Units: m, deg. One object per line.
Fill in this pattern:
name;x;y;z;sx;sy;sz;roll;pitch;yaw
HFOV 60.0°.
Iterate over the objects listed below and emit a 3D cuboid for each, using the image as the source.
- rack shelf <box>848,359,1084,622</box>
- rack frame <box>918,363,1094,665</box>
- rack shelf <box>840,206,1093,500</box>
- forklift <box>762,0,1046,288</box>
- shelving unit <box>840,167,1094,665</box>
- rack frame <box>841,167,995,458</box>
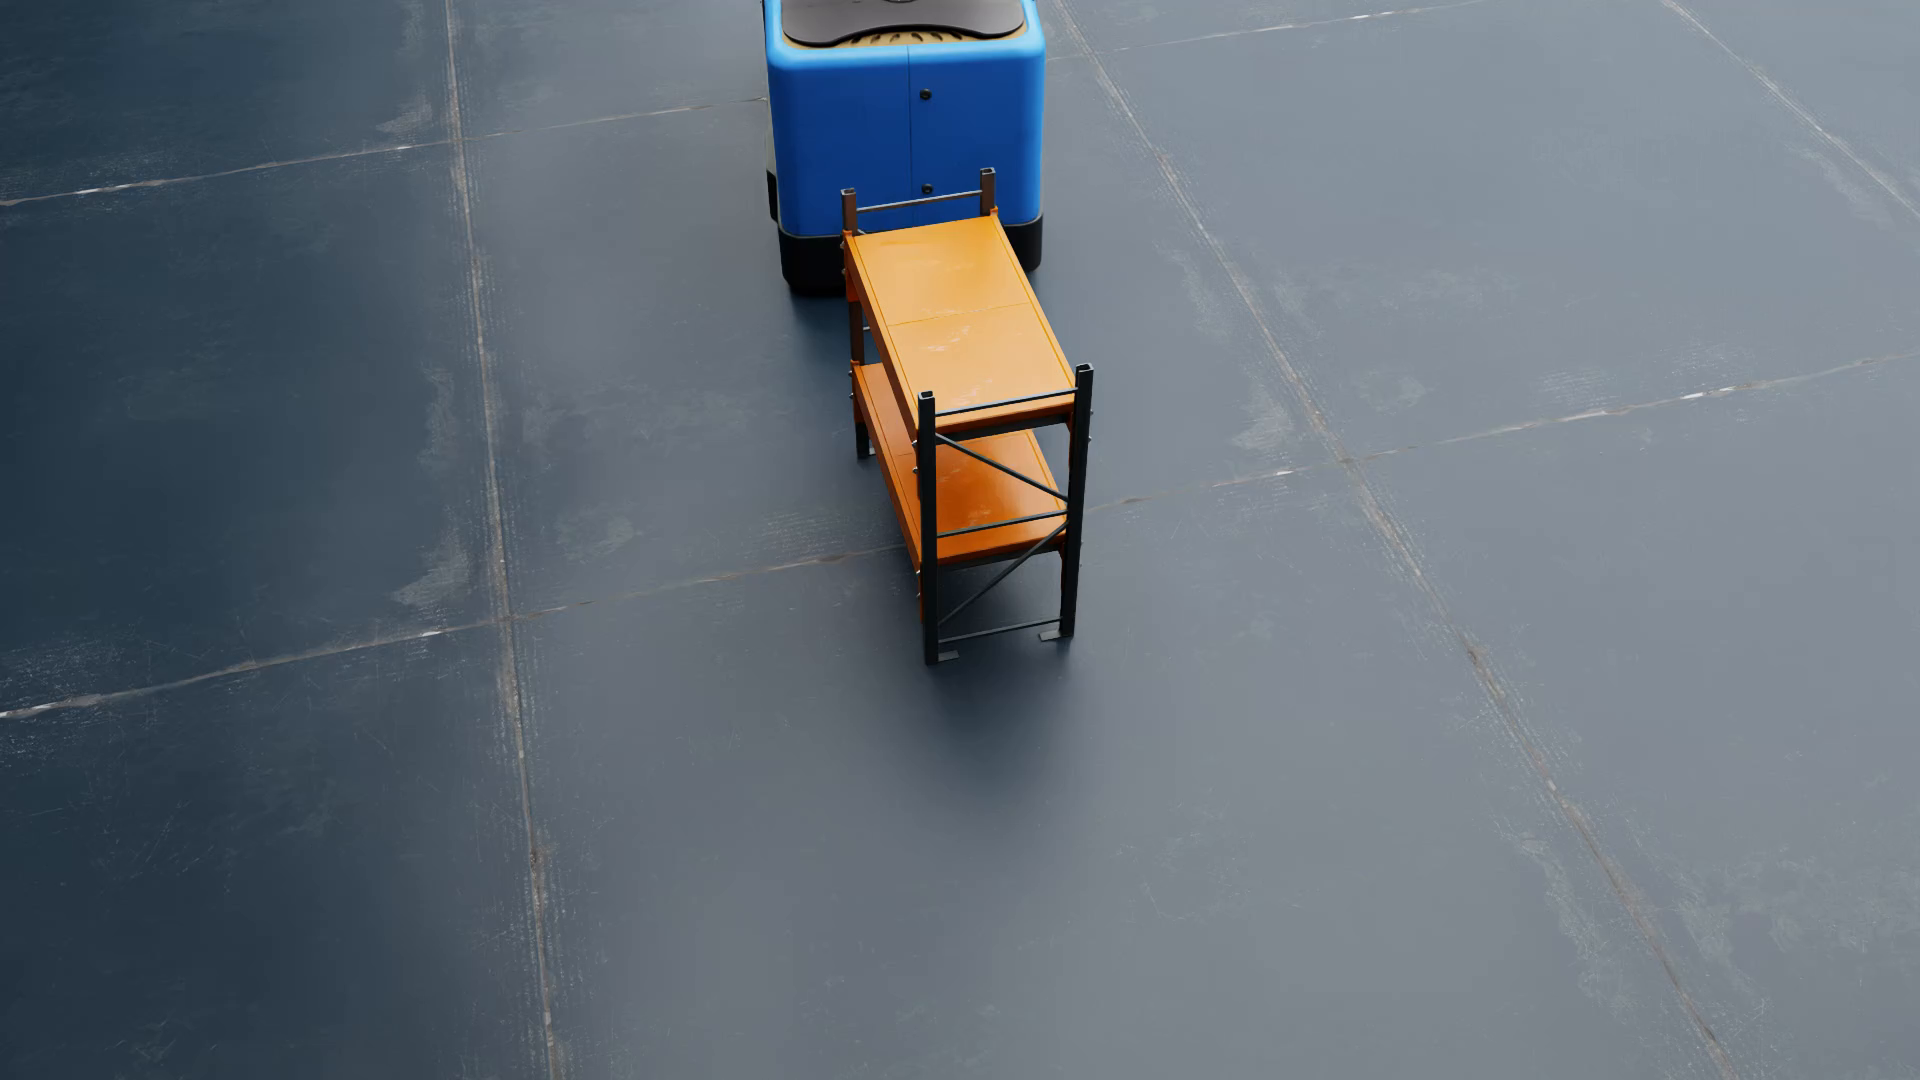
rack shelf;-0.002;-0.227;5.527;0.538;0.278;1.000;-11;47;-10
rack frame;0.128;-0.047;5.009;0.500;1.125;0.032;-11;47;-10
rack shelf;-0.002;-0.603;5.144;0.538;0.278;1.000;-11;47;-10
forklift;-0.332;-3.087;6.724;1.130;2.935;3.031;-4;46;-4
shelving unit;-0.002;-0.398;5.353;0.538;1.125;1.048;-11;47;-10
rack frame;-0.132;-0.749;5.697;0.500;1.125;0.032;-11;47;-10
